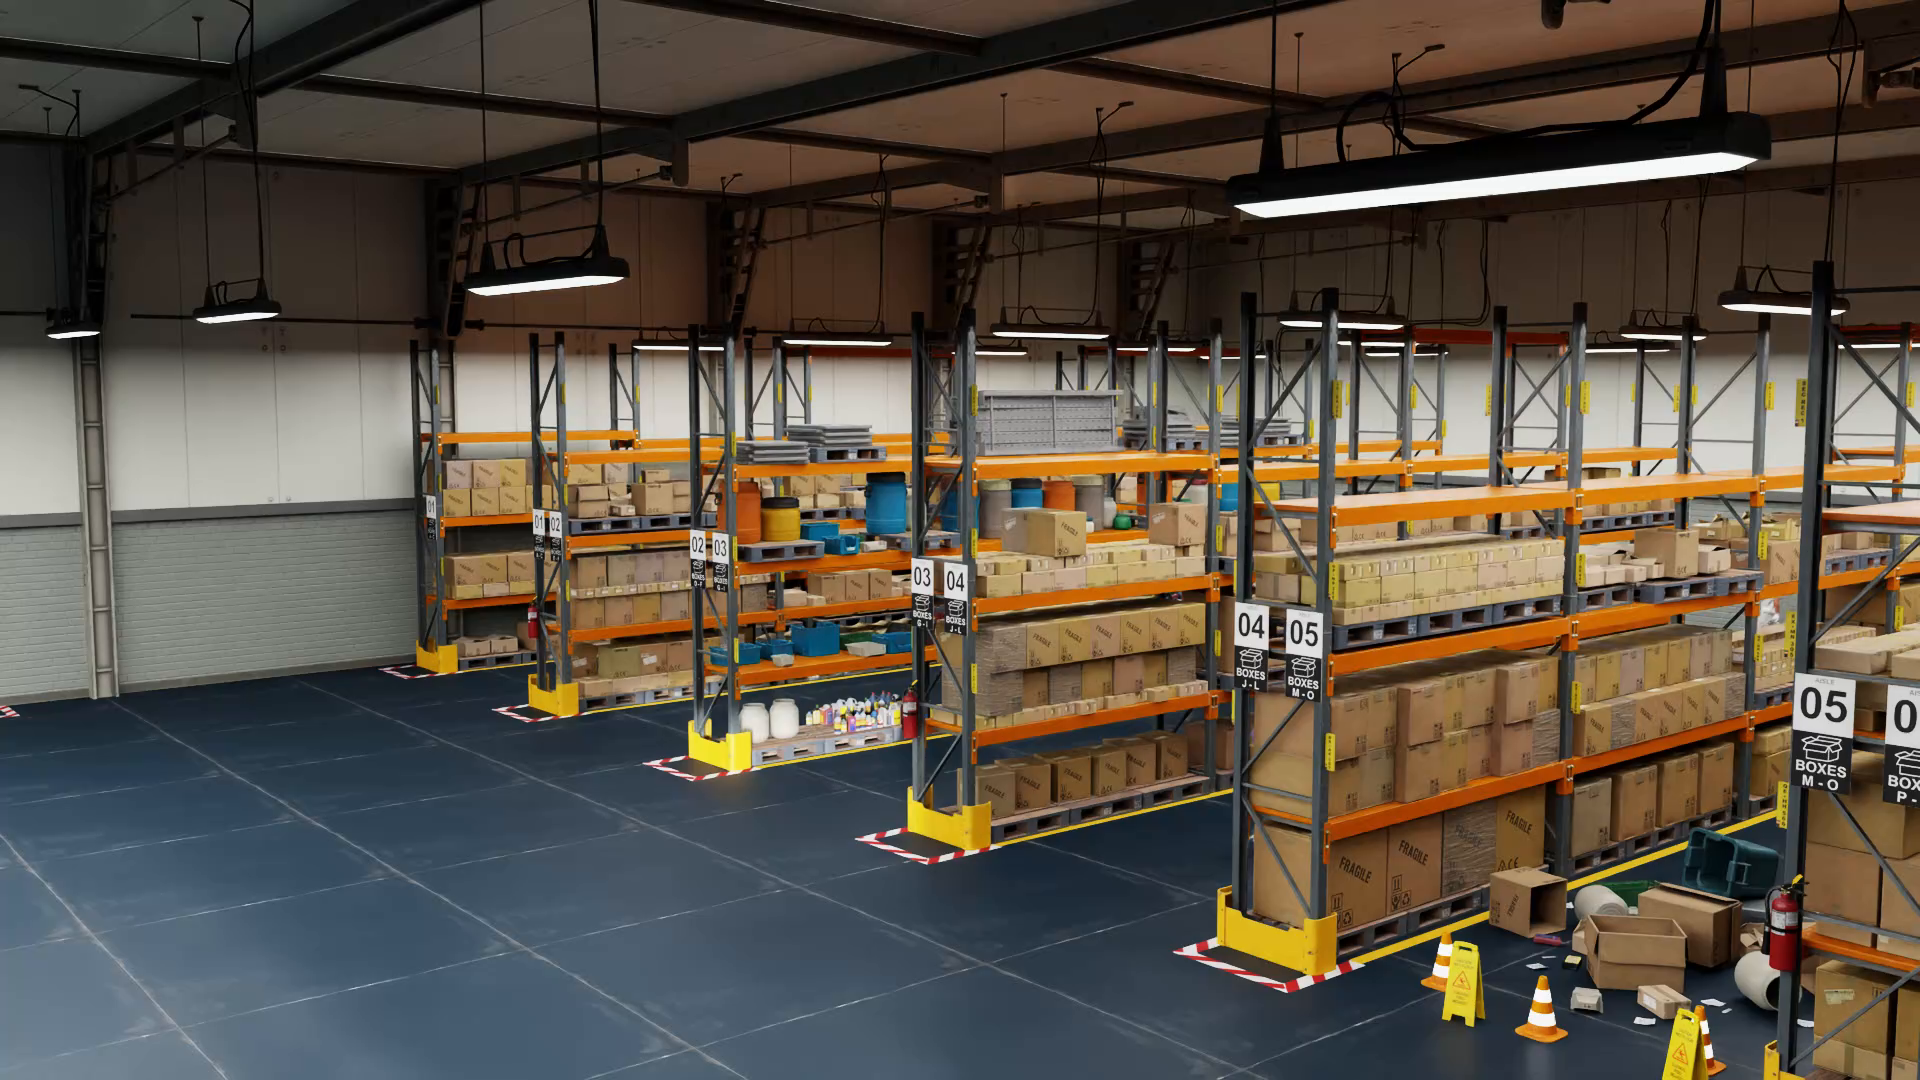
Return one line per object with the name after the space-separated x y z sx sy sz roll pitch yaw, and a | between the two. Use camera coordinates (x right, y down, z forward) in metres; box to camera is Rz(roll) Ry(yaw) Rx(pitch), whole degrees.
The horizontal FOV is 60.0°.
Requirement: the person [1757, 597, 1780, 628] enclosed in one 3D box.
15.358 1.374 31.481 1.012 1.752 0.508 2 6 24 | person

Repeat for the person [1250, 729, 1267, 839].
3.384 2.664 18.510 0.480 1.596 0.462 -4 7 -39 | person
